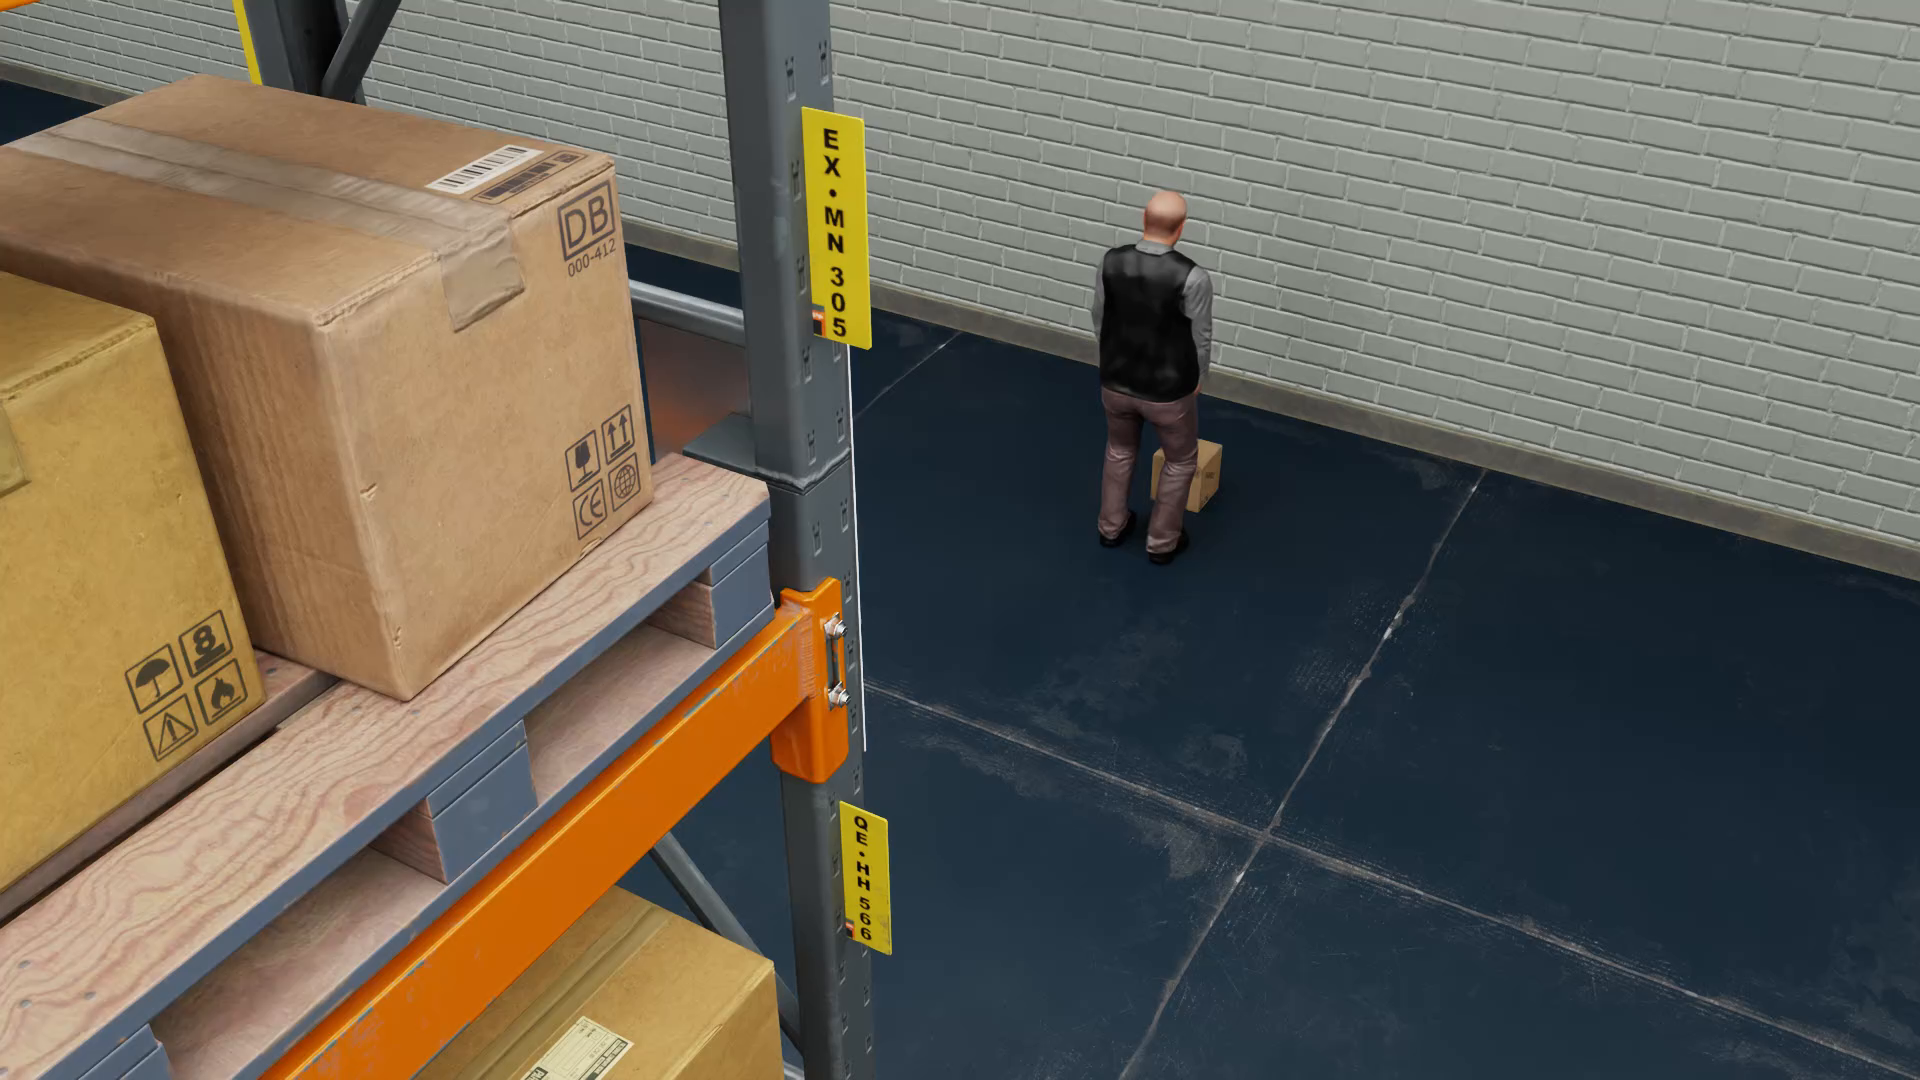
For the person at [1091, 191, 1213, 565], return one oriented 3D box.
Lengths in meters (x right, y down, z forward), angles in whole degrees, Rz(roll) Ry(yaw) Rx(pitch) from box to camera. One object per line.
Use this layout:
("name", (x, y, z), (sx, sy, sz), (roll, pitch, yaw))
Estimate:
("person", (0.809, -0.687, 7.235), (0.556, 1.679, 0.416), (19, 38, 25))
